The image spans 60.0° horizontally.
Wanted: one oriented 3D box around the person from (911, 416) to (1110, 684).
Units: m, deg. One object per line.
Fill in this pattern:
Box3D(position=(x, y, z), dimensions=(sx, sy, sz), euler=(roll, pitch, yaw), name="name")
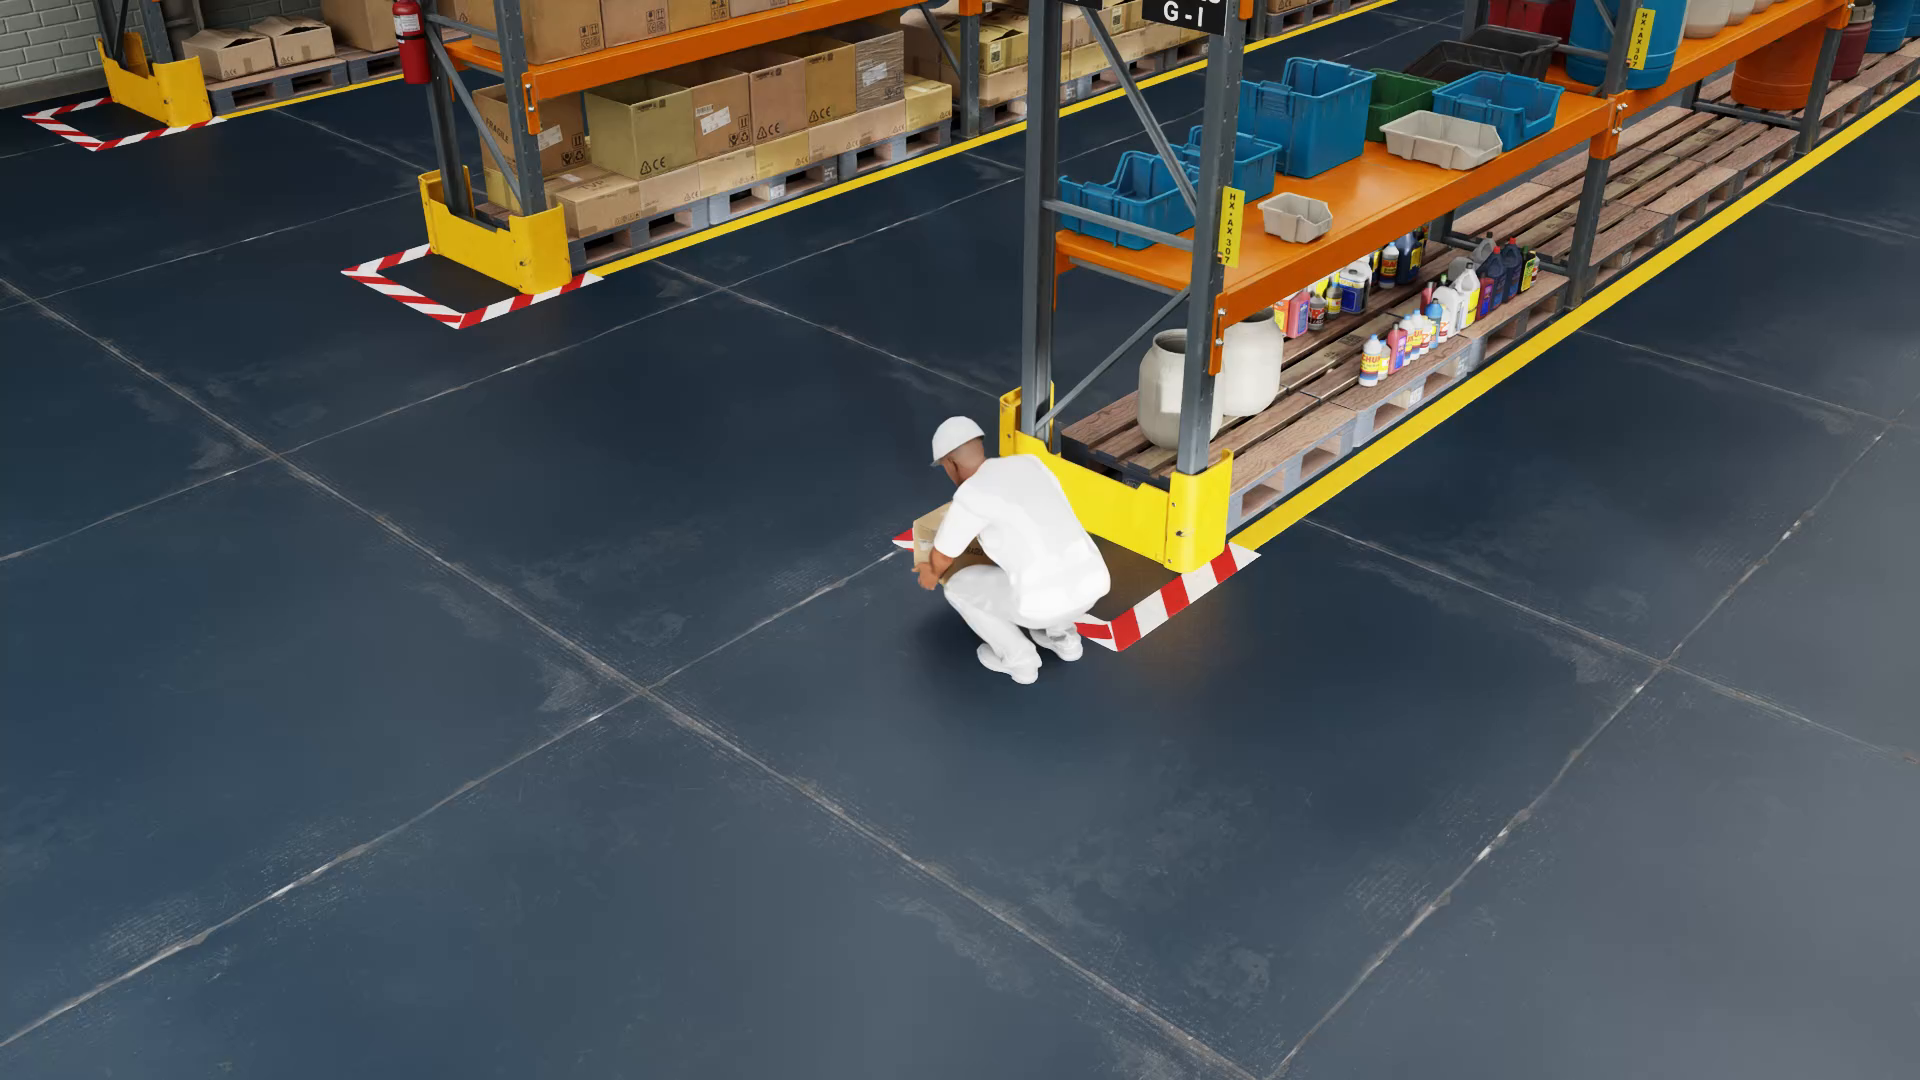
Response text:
Box3D(position=(0.177, 0.014, 6.837), dimensions=(0.575, 1.000, 0.911), euler=(-24, 39, -34), name="person")
